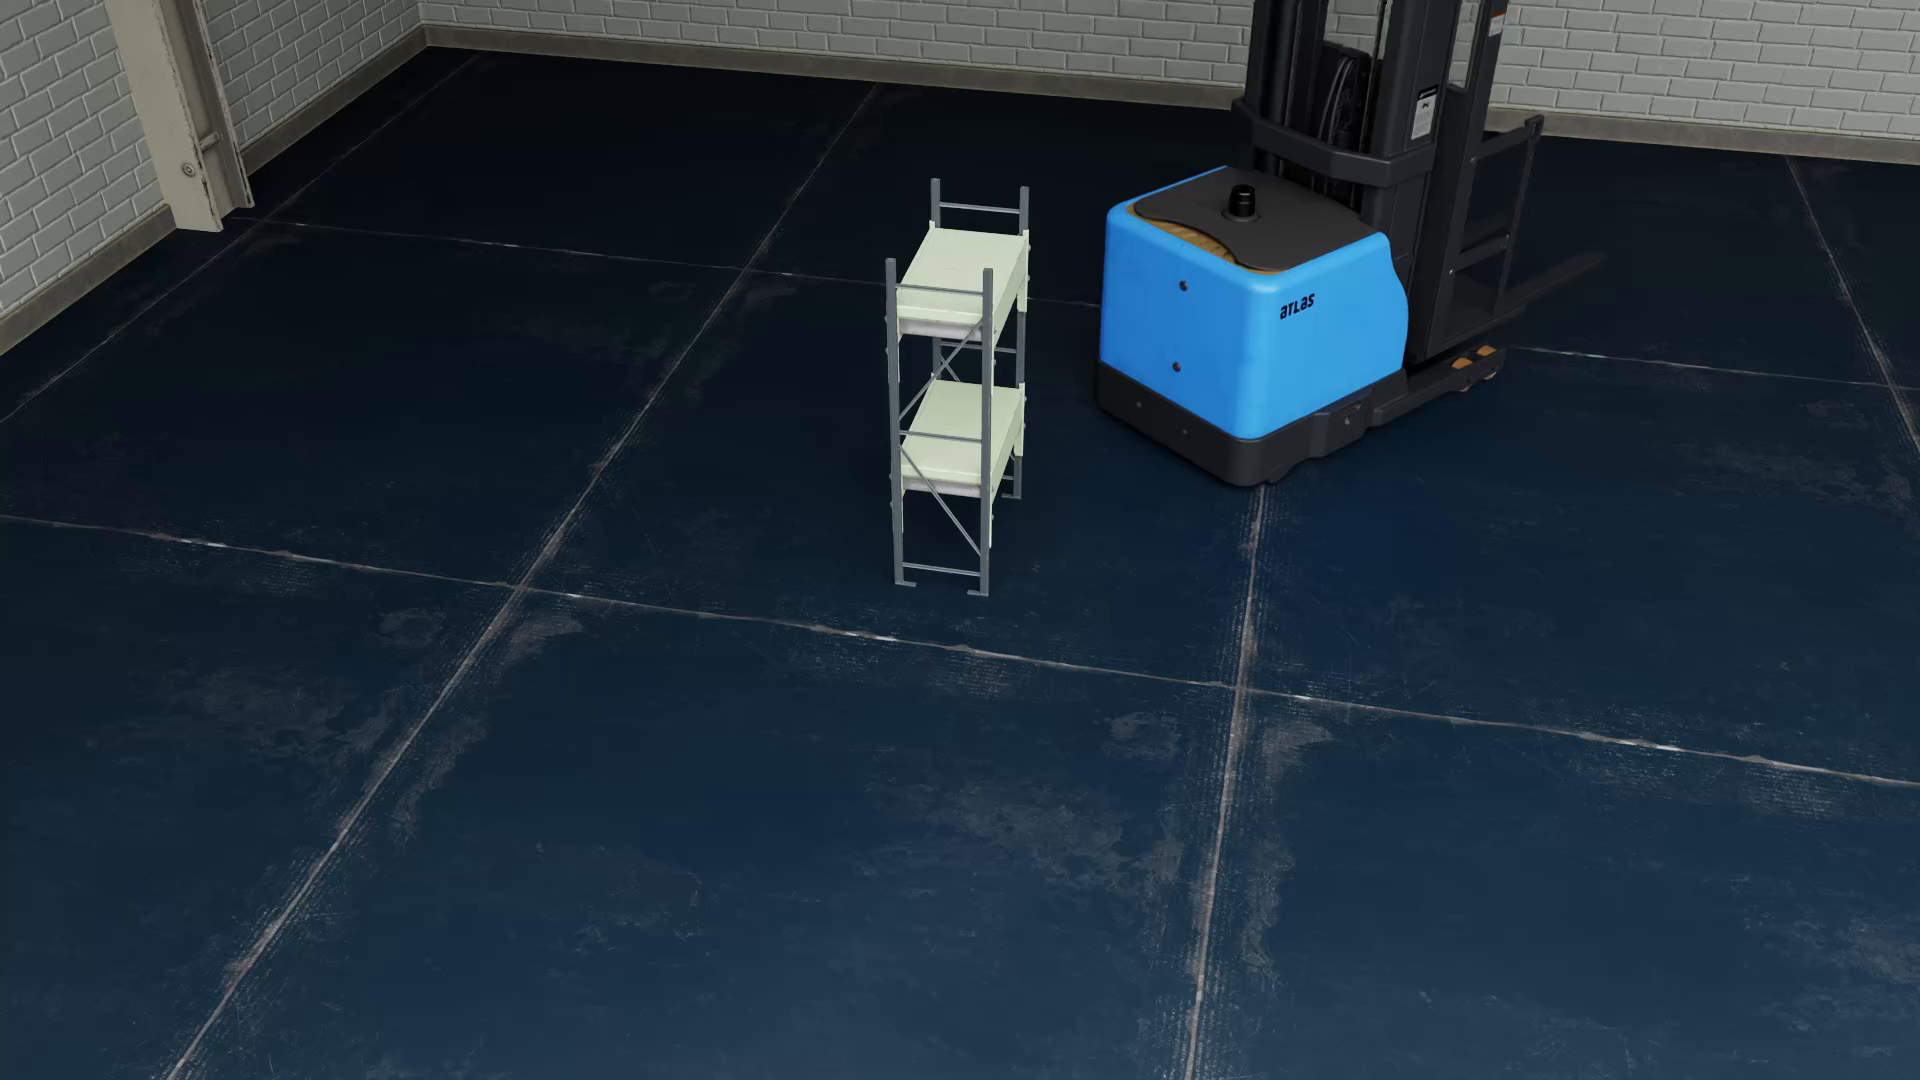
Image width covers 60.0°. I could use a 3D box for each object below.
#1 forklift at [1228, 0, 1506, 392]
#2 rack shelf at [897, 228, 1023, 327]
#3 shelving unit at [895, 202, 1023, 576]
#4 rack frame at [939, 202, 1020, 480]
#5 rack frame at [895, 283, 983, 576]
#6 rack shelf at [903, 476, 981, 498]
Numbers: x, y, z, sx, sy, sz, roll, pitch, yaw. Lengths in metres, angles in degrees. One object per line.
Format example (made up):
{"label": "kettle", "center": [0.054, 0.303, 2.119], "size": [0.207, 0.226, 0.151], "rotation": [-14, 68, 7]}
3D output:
{"label": "forklift", "center": [2.117, -2.136, 7.700], "size": [3.031, 2.935, 1.109], "rotation": [-25, 43, -31]}
{"label": "rack shelf", "center": [0.001, -1.035, 6.508], "size": [0.368, 0.052, 0.686], "rotation": [7, 37, 10]}
{"label": "shelving unit", "center": [0.000, -0.611, 6.815], "size": [0.380, 1.308, 0.742], "rotation": [7, 37, 10]}
{"label": "rack frame", "center": [0.078, -0.821, 7.105], "size": [0.380, 1.308, 0.010], "rotation": [7, 37, 10]}
{"label": "rack frame", "center": [-0.078, -0.401, 6.526], "size": [0.380, 1.308, 0.010], "rotation": [7, 37, 10]}
{"label": "rack shelf", "center": [0.001, -0.405, 6.964], "size": [0.332, 0.071, 0.664], "rotation": [7, 37, 10]}
